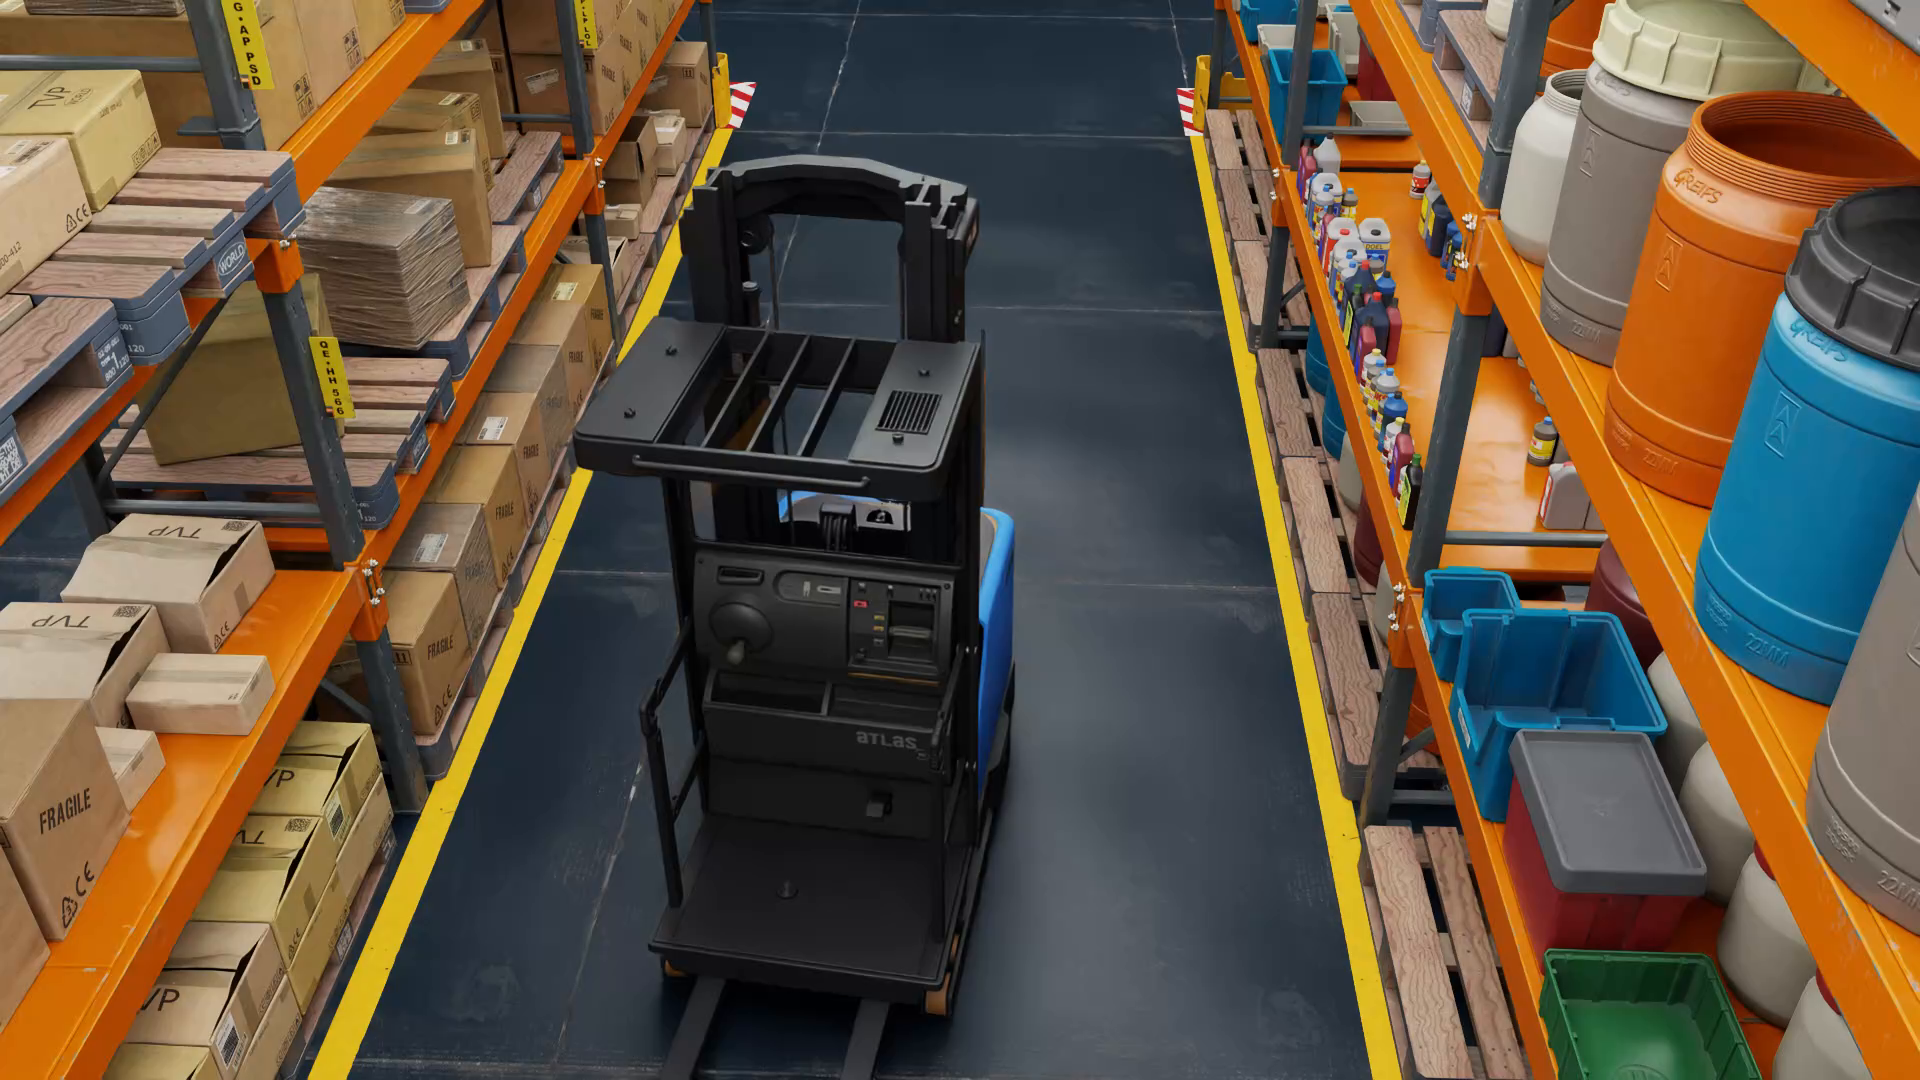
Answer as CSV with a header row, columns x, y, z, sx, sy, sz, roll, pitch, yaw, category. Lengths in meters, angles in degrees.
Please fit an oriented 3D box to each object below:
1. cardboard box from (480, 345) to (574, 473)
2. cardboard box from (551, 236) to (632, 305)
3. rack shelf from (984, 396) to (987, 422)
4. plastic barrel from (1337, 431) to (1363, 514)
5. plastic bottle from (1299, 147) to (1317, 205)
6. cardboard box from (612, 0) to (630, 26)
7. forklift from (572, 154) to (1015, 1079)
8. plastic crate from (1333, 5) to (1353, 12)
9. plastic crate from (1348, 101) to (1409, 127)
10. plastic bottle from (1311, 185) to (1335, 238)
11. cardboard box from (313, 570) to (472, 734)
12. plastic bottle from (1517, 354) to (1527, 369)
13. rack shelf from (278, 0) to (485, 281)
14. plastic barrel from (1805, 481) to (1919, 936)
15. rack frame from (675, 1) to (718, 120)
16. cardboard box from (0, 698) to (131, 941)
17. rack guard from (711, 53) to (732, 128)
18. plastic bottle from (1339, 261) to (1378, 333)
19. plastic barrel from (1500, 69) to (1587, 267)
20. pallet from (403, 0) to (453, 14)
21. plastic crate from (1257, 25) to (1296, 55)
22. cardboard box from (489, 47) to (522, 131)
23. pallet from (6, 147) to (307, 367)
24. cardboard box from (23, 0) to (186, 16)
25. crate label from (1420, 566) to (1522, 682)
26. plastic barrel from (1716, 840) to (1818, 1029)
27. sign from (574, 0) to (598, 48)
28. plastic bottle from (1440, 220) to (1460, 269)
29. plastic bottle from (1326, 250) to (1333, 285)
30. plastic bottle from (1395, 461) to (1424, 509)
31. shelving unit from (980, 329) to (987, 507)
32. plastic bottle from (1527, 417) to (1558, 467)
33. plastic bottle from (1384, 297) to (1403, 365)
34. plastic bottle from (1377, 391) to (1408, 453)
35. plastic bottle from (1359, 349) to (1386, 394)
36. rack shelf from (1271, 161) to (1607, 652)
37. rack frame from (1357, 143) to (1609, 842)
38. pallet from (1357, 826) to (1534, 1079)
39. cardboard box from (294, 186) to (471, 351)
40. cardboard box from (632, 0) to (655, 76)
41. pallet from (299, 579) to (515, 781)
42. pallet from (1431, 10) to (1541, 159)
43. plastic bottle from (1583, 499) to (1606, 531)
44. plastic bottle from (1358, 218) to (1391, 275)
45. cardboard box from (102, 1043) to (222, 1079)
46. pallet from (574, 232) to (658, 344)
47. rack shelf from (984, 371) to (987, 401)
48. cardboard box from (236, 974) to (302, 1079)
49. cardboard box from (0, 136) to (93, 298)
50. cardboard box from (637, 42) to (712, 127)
x,y,z,sx,sy,sz,roll,pitch,yaw,category
-2.401,-0.704,8.880,0.500,0.500,0.500,2,35,2,cardboard box
-2.386,-1.725,10.497,0.500,0.311,0.500,1,35,2,cardboard box
-0.001,-0.643,8.226,0.258,0.103,0.180,1,35,2,rack shelf
2.151,-0.405,8.461,0.421,0.512,0.421,0,35,0,plastic barrel
1.884,-1.967,8.987,0.061,0.283,0.133,1,35,2,plastic bottle
-2.298,-3.419,9.996,0.500,0.500,0.500,0,35,0,cardboard box
-0.517,0.337,5.668,1.130,2.935,3.031,6,36,8,forklift
2.665,-3.361,10.962,0.416,0.233,0.300,1,35,2,plastic crate
2.492,-2.473,9.783,0.396,0.136,0.243,1,35,2,plastic crate
1.885,-1.706,8.627,0.097,0.271,0.097,0,35,0,plastic bottle
-2.475,0.477,7.199,0.500,0.500,0.500,3,35,4,cardboard box
2.589,-0.912,7.497,0.097,0.271,0.097,0,35,0,plastic bottle
-2.699,-2.193,7.224,1.077,0.370,4.000,1,35,2,rack shelf
1.839,0.199,2.759,0.600,0.901,0.600,0,35,0,plastic barrel
-2.458,-4.707,12.784,1.000,3.000,0.127,1,35,2,rack frame
-2.830,0.813,4.843,0.500,0.500,0.500,0,35,-1,cardboard box
-2.461,-3.641,13.441,1.175,0.500,0.348,1,35,2,rack guard
1.867,-1.146,7.761,0.144,0.351,0.185,1,35,2,plastic bottle
1.851,-1.096,4.940,0.421,0.512,0.421,0,35,0,plastic barrel
-2.754,-2.590,7.327,1.213,0.211,1.003,1,35,2,pallet
2.100,-3.216,10.841,0.293,0.136,0.466,1,35,2,plastic crate
-2.855,-2.743,9.903,0.500,0.500,0.500,2,35,3,cardboard box
-2.717,-0.869,4.878,1.213,0.211,1.003,3,35,4,pallet
-2.755,-2.038,5.422,0.500,0.500,0.500,1,35,2,cardboard box
1.778,0.308,5.795,0.303,0.233,0.416,1,35,2,crate label
2.314,1.034,4.498,0.433,0.535,0.433,0,35,0,plastic barrel
-2.064,-2.872,9.166,0.100,0.325,0.005,1,35,2,sign
2.477,-1.498,8.331,0.097,0.271,0.097,0,35,0,plastic bottle
1.862,-1.356,8.189,0.097,0.201,0.097,0,35,0,plastic bottle
1.783,-0.221,6.574,0.097,0.201,0.097,0,35,0,plastic bottle
-0.001,-0.483,8.339,0.258,1.200,0.189,1,35,2,shelving unit
2.403,-0.412,6.846,0.097,0.201,0.097,0,35,0,plastic bottle
1.957,-0.948,7.538,0.061,0.283,0.133,1,35,2,plastic bottle
1.800,-0.494,6.902,0.097,0.271,0.097,0,35,0,plastic bottle
1.819,-0.745,7.320,0.097,0.201,0.097,0,35,0,plastic bottle
2.250,-0.849,7.920,1.077,0.370,4.000,1,35,2,rack shelf
2.170,0.006,6.079,1.000,3.000,0.127,1,35,2,rack frame
2.100,1.591,6.248,1.003,0.211,1.213,1,35,2,pallet
-2.639,-1.209,7.355,0.700,0.500,0.500,8,36,11,cardboard box
-2.286,-3.318,10.721,0.500,0.500,0.500,1,35,2,cardboard box
-2.712,0.602,7.655,1.003,0.211,1.213,1,35,2,pallet
2.298,-1.581,5.892,1.003,0.211,1.213,1,35,2,pallet
2.510,-0.184,6.457,0.152,0.276,0.135,1,35,2,plastic bottle
2.046,-1.449,8.256,0.152,0.276,0.135,1,35,2,plastic bottle
-2.614,1.796,5.070,0.500,0.311,0.500,2,35,3,cardboard box
-2.590,-1.662,10.878,1.003,0.211,1.213,1,35,2,pallet
-0.001,-0.741,8.157,0.258,0.103,0.180,1,35,2,rack shelf
-2.597,1.736,5.644,0.500,0.250,0.500,2,35,3,cardboard box
-2.744,-0.885,4.502,0.500,0.250,0.500,2,35,3,cardboard box
-2.234,-3.546,12.924,0.500,0.500,0.500,1,35,2,cardboard box
